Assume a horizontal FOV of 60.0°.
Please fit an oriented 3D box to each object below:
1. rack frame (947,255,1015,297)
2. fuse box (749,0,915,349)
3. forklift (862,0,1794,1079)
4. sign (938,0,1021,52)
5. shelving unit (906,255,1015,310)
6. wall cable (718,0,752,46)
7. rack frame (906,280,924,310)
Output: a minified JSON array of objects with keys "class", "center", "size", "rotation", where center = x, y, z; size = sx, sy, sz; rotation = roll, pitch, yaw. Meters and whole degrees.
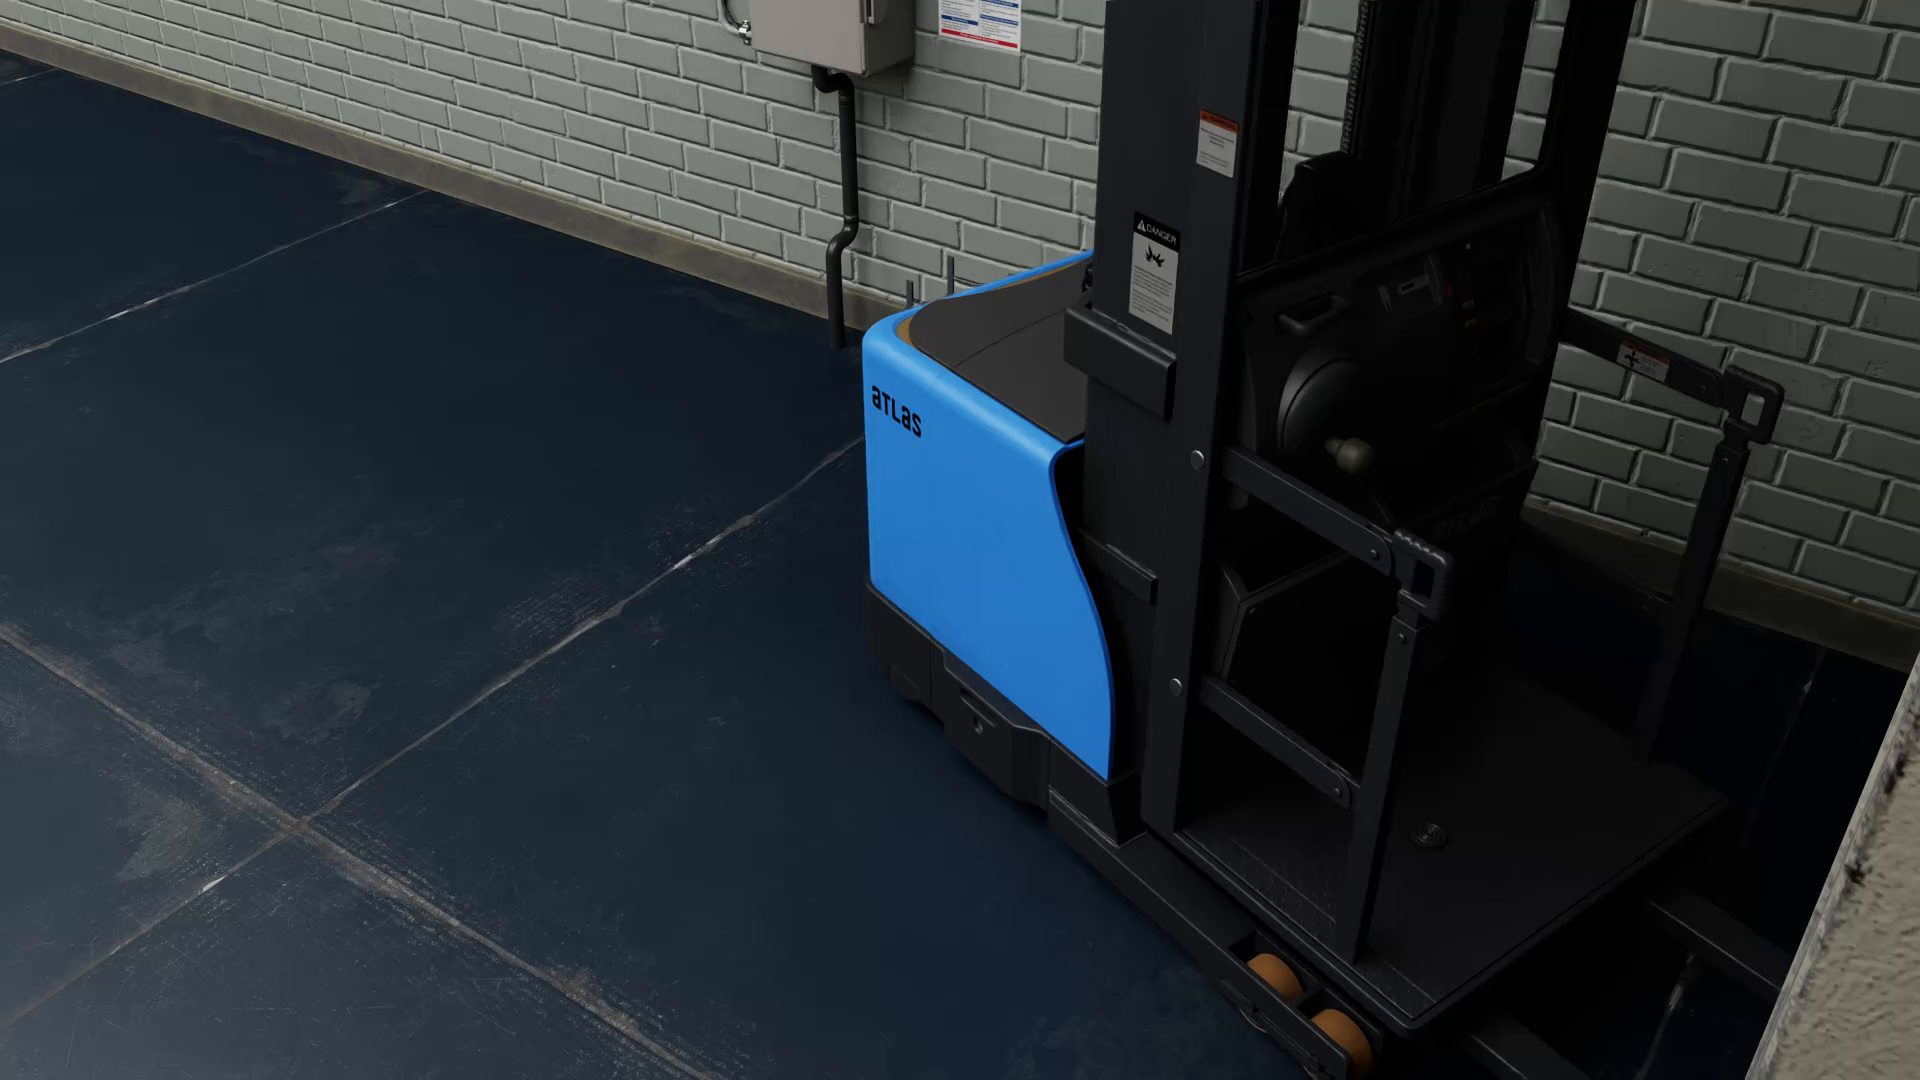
[{"class":"rack frame","center":[0.063,-0.423,5.073],"size":[0.240,0.900,0.006],"rotation":[21,39,28]},{"class":"fuse box","center":[-0.461,-1.429,5.835],"size":[0.539,1.711,0.414],"rotation":[21,39,28]},{"class":"forklift","center":[1.023,-0.363,3.171],"size":[1.130,2.935,3.031],"rotation":[-23,40,-30]},{"class":"sign","center":[0.063,-1.861,5.408],"size":[0.329,0.494,0.001],"rotation":[21,39,28]},{"class":"shelving unit","center":[0.005,-0.376,5.003],"size":[0.258,0.900,0.210],"rotation":[21,39,28]},{"class":"wall cable","center":[-0.932,-2.674,5.619],"size":[0.588,1.984,0.122],"rotation":[21,39,28]},{"class":"rack frame","center":[-0.053,-0.330,4.934],"size":[0.240,0.900,0.006],"rotation":[21,39,28]}]
